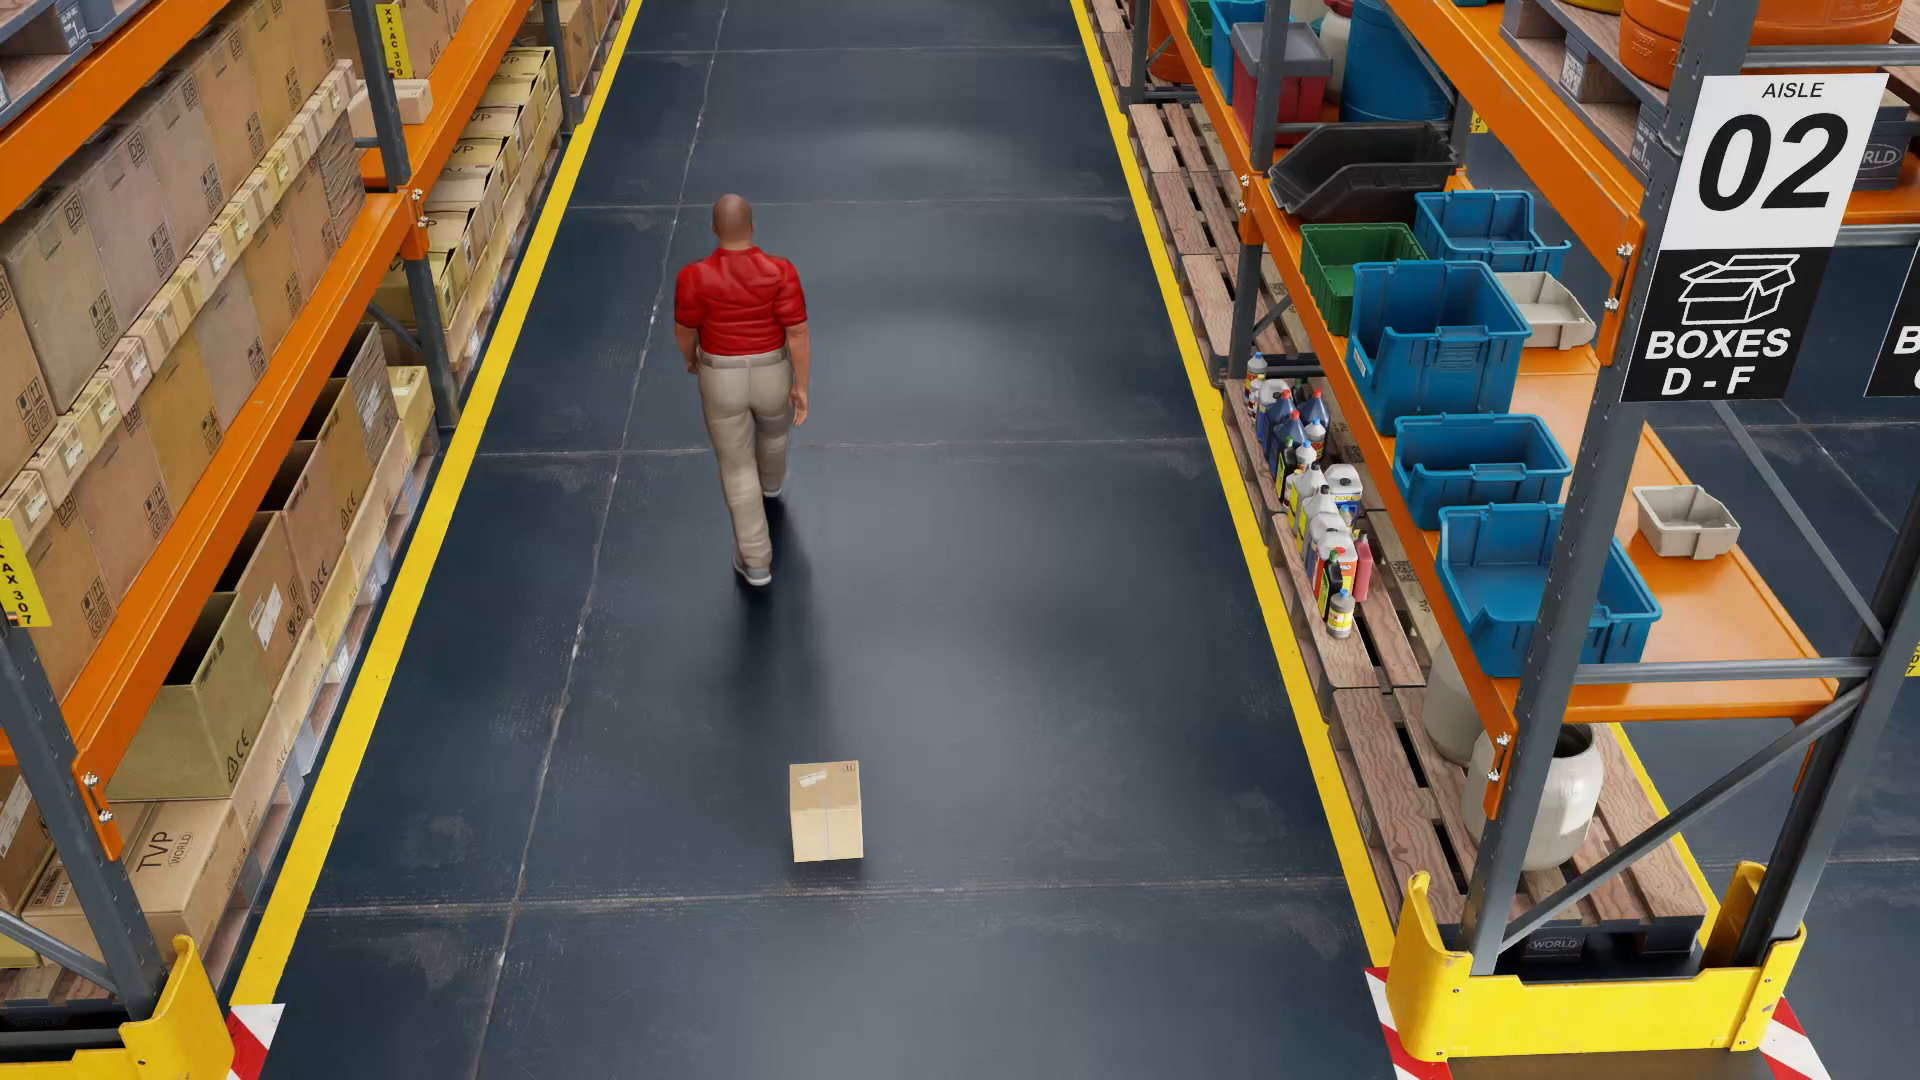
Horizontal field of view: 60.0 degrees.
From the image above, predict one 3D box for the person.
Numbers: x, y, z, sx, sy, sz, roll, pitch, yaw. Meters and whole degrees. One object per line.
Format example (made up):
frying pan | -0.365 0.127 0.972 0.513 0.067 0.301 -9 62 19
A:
person | -0.945 -0.745 7.200 0.548 1.662 1.053 -8 36 -12
